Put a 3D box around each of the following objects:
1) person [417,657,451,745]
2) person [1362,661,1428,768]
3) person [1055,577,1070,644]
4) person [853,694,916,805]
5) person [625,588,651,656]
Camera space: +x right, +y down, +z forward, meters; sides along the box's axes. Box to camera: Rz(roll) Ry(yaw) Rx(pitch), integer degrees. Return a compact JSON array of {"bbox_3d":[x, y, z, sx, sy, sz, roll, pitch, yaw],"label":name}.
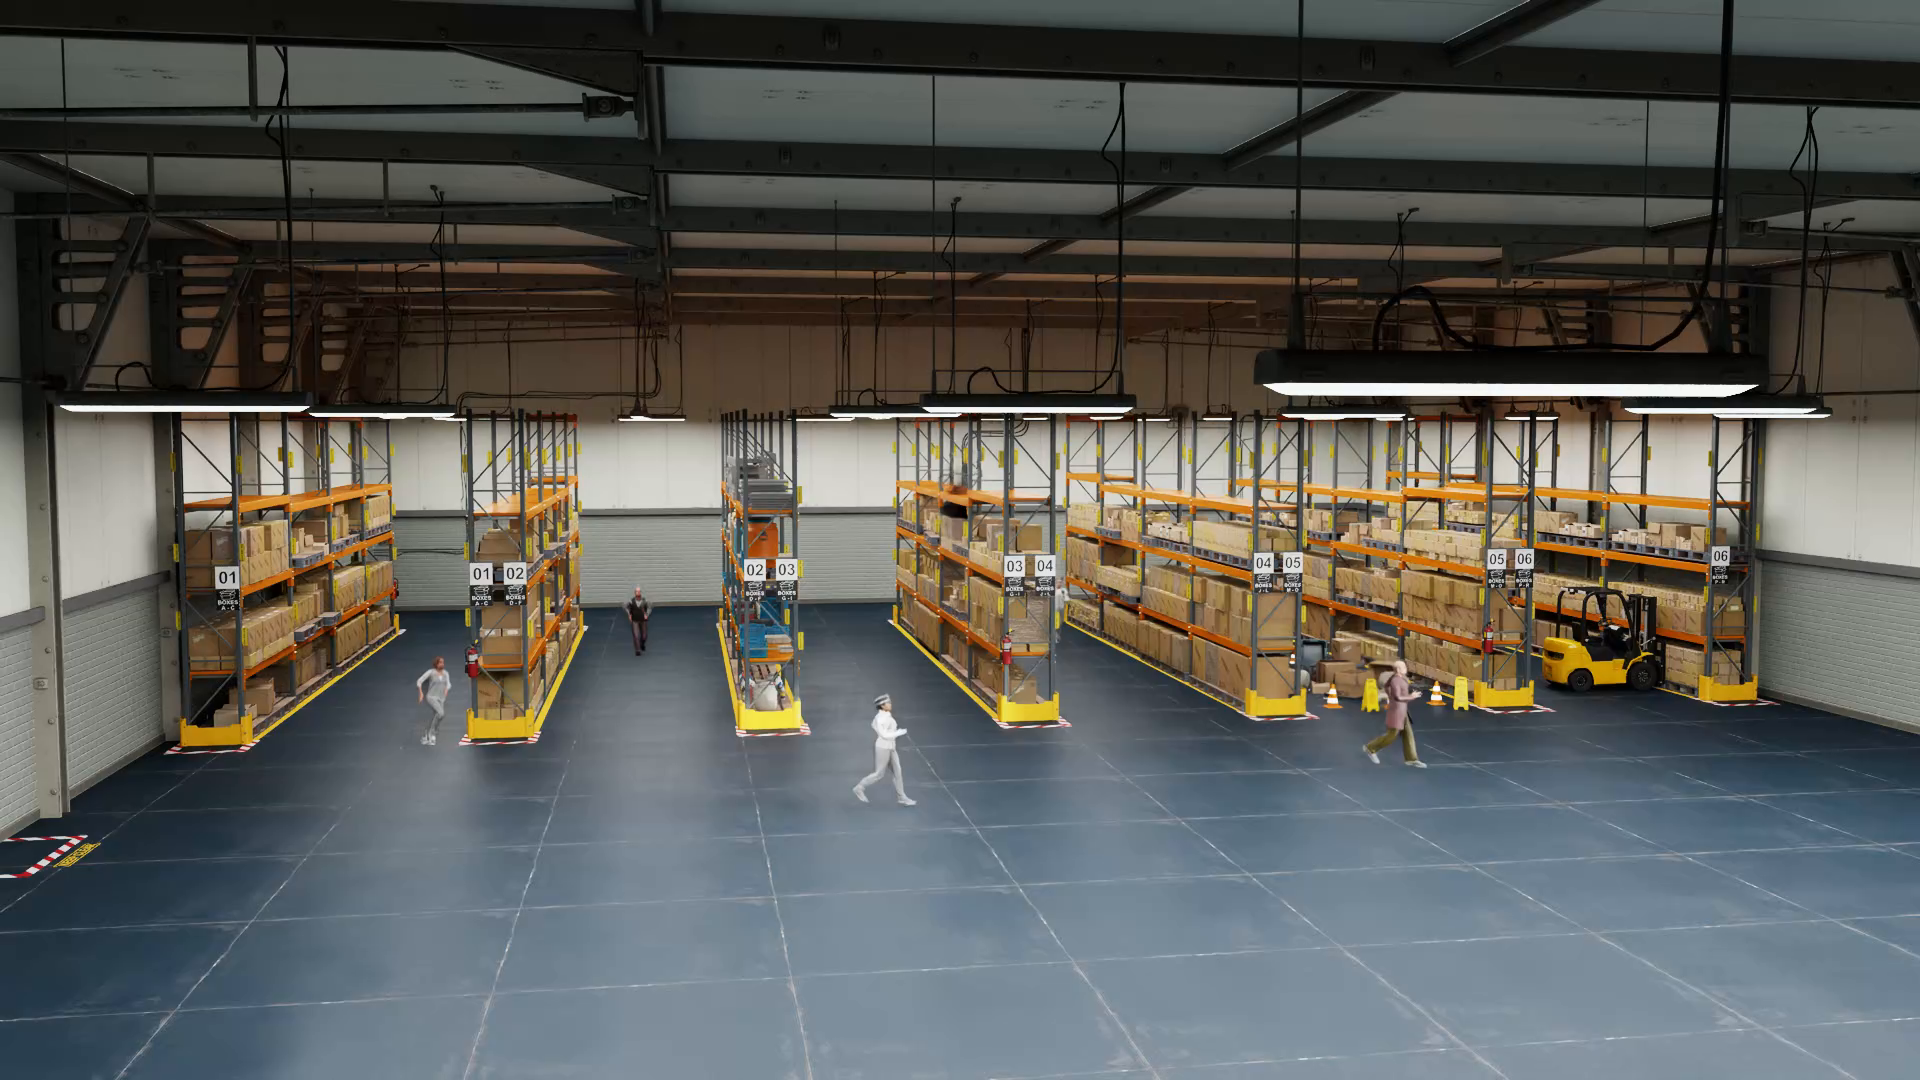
[{"bbox_3d":[-9.332,2.859,29.681,0.618,1.537,0.531,3,5,38],"label":"person"},{"bbox_3d":[7.217,2.862,27.600,1.022,1.737,0.703,2,4,25],"label":"person"},{"bbox_3d":[2.575,1.842,43.617,0.578,1.744,0.730,-1,4,-9],"label":"person"},{"bbox_3d":[-1.127,3.123,24.834,0.939,1.679,0.611,1,4,9],"label":"person"},{"bbox_3d":[-7.960,2.017,41.145,0.659,1.673,0.614,-1,4,-15],"label":"person"}]
